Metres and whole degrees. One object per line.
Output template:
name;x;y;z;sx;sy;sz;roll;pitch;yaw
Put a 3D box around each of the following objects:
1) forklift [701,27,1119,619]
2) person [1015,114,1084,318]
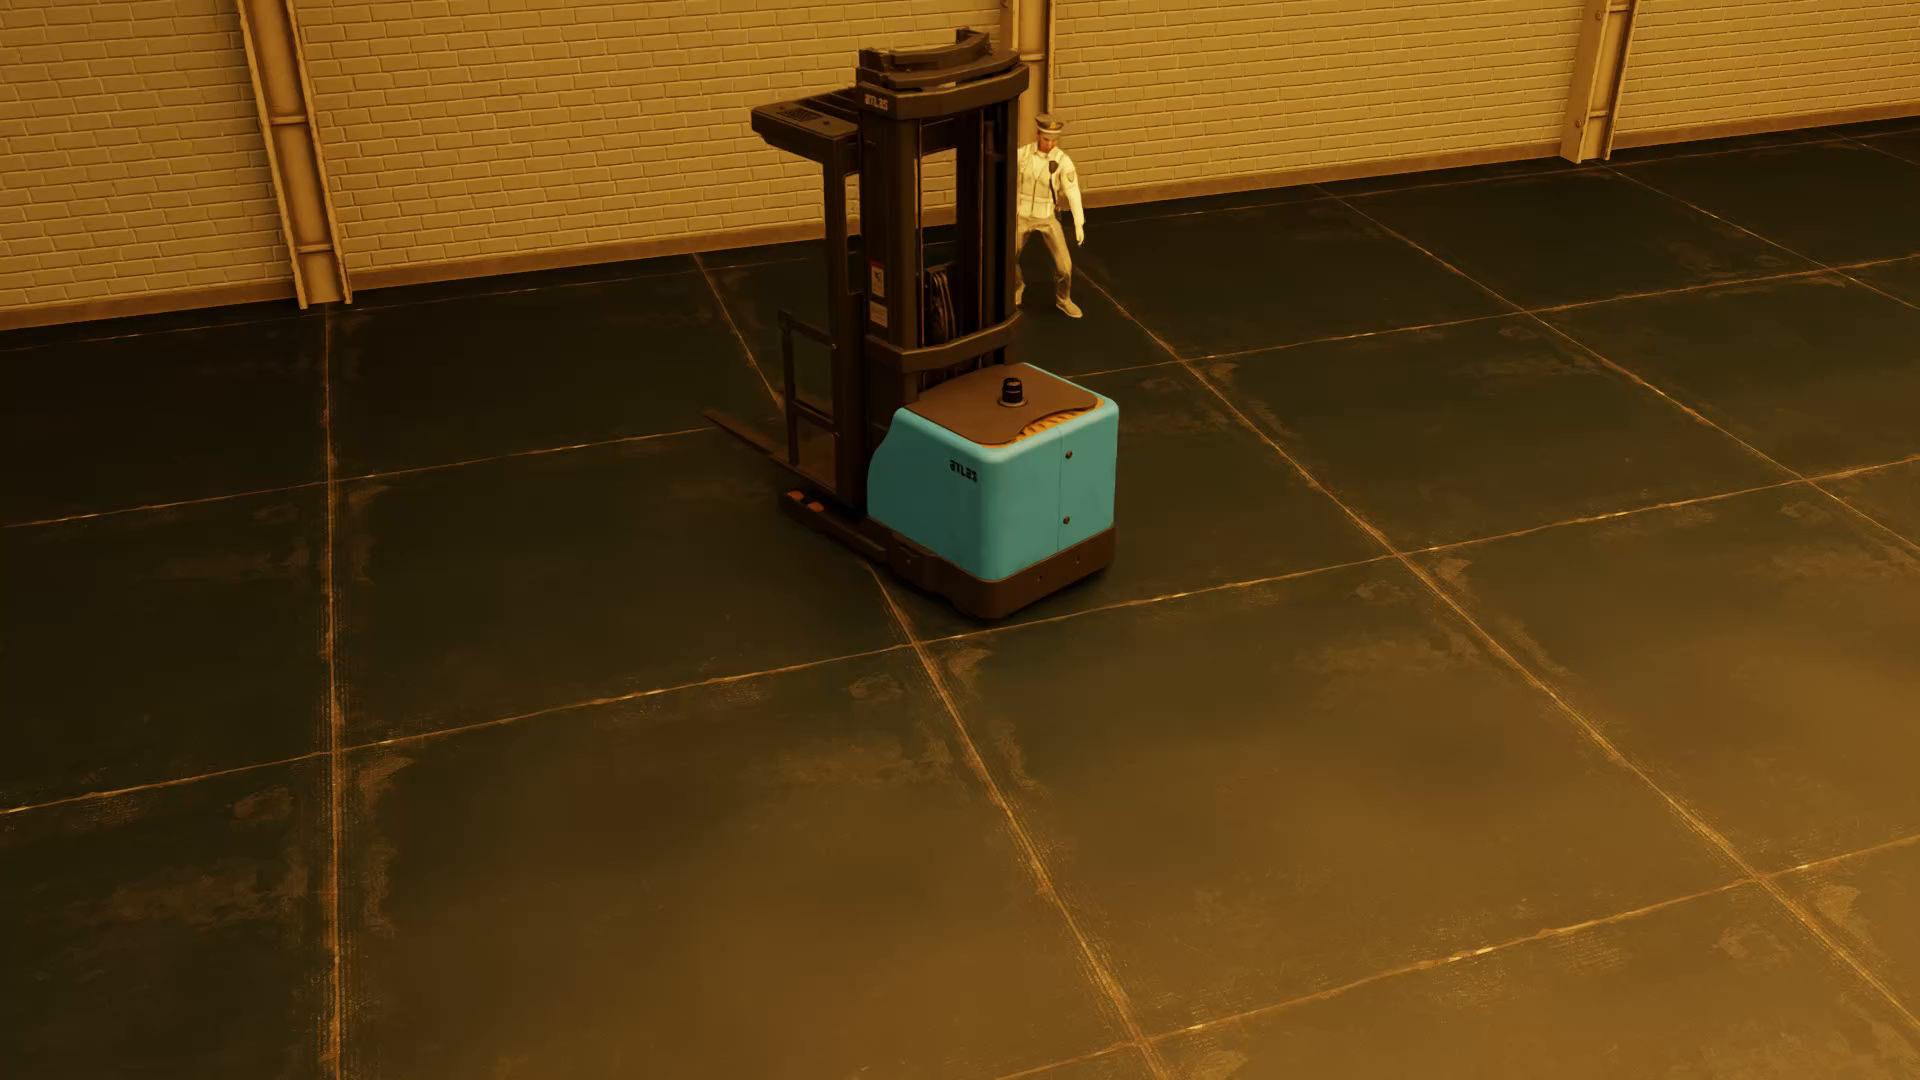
forklift;-0.463;-1.487;9.671;1.130;2.935;3.031;-24;38;-36
person;0.575;-2.501;12.798;0.810;1.589;0.456;8;31;14
